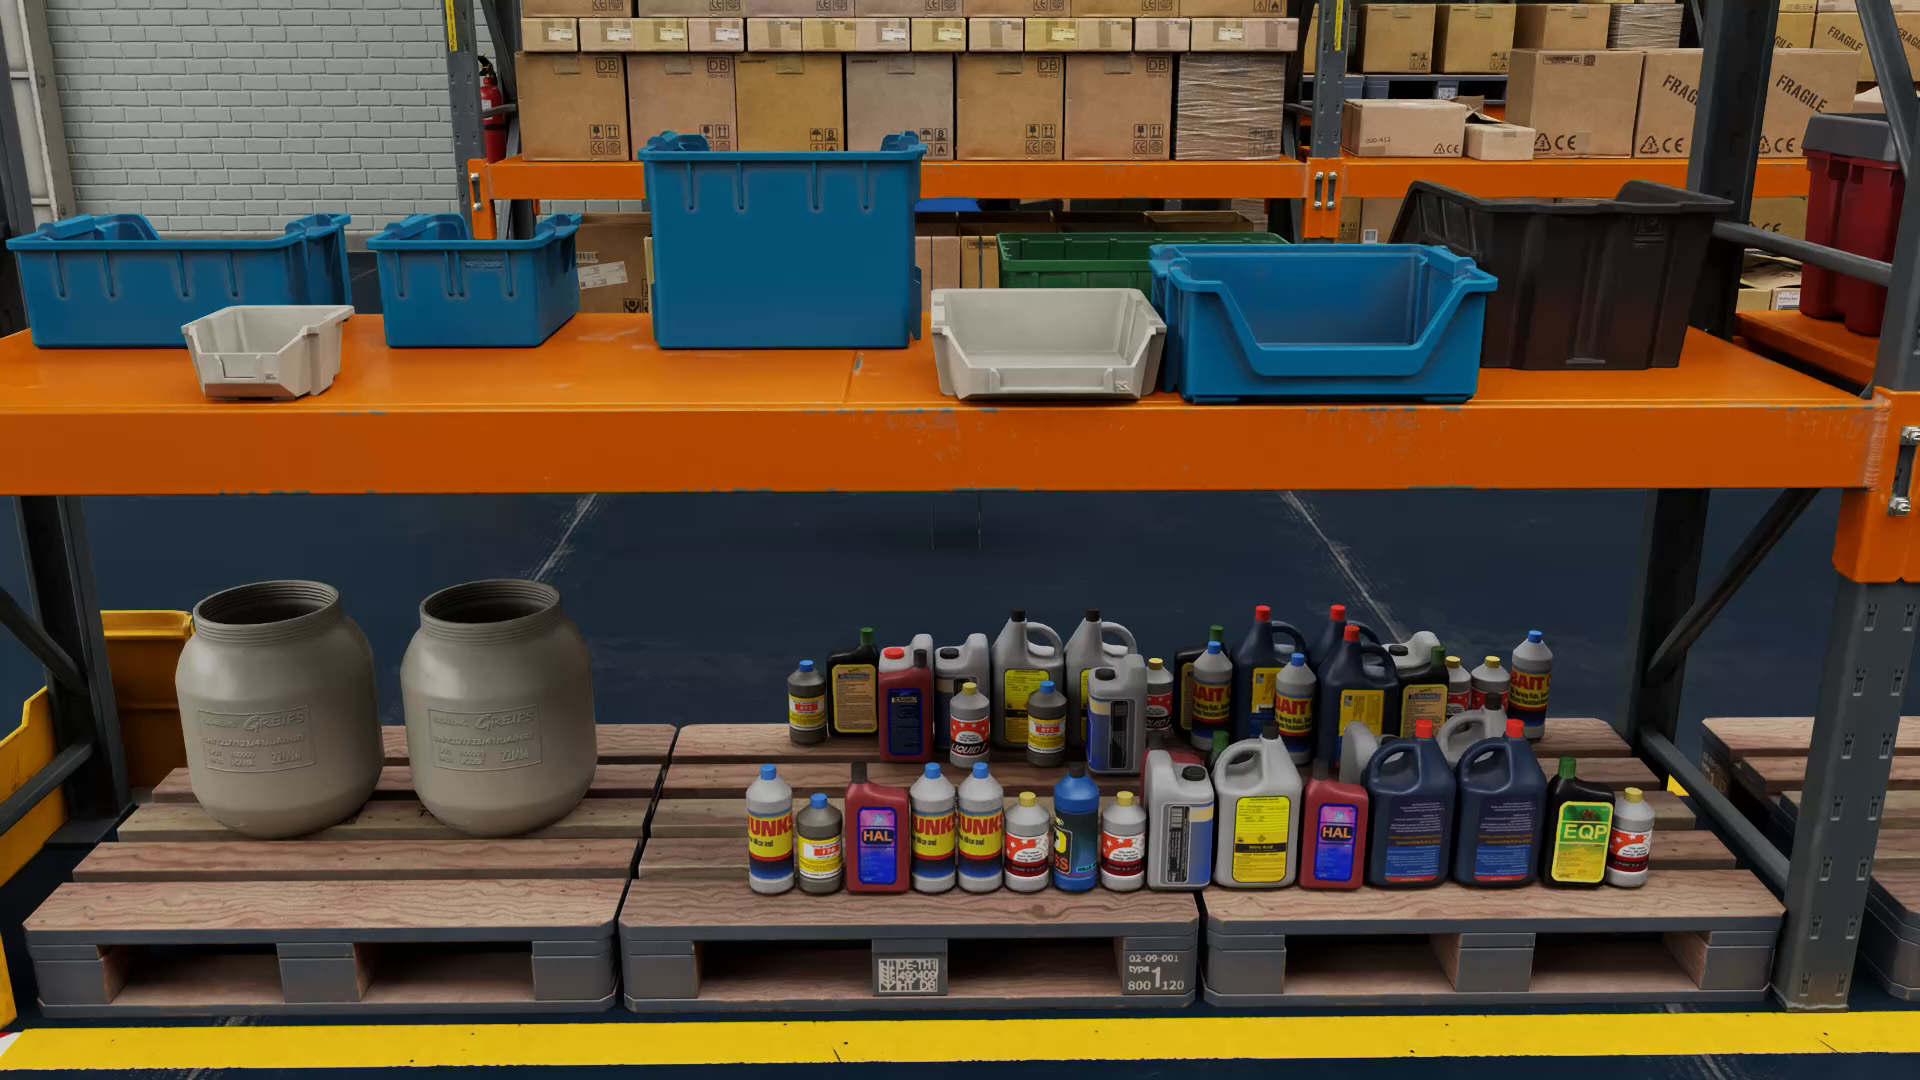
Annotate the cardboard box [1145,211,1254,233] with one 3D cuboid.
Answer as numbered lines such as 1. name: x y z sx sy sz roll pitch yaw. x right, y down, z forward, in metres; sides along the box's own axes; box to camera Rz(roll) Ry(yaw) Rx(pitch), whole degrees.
1. cardboard box: 1.239 -1.448 8.736 0.500 0.500 0.500 0 18 -1

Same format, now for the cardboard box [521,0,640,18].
1. cardboard box: -1.772 -2.751 7.925 0.500 0.500 0.700 0 18 -1

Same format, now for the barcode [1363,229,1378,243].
1. barcode: 1.969 -1.457 7.979 0.075 0.075 0.001 0 18 -1

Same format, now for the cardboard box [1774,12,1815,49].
1. cardboard box: 6.115 -3.762 12.680 0.500 0.500 0.500 0 18 1

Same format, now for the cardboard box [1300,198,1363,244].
1. cardboard box: 2.877 -2.665 13.317 0.500 0.500 0.700 -1 18 -2

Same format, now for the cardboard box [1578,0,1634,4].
1. cardboard box: 4.959 -4.188 12.746 0.250 0.149 0.380 -3 18 -10

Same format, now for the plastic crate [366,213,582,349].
1. plastic crate: -1.073 -0.599 3.747 0.408 0.251 0.499 0 18 -1

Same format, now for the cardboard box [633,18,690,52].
1. cardboard box: -1.383 -2.383 7.839 0.250 0.149 0.380 0 18 -1

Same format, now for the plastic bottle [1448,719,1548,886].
1. plastic bottle: 1.142 0.549 3.541 0.185 0.351 0.144 -1 18 -2

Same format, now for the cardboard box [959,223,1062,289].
1. cardboard box: 0.247 -1.283 8.222 0.500 0.500 0.500 0 18 -1

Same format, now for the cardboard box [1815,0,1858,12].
1. cardboard box: 6.620 -4.121 12.572 0.500 0.250 0.500 -1 18 -2

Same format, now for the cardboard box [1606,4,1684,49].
1. cardboard box: 5.155 -3.890 12.881 0.500 0.500 0.700 -2 18 -7

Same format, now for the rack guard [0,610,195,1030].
1. rack guard: -2.142 0.601 3.855 0.348 0.500 1.175 0 18 -1

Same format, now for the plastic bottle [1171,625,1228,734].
1. plastic bottle: 0.614 0.356 4.252 0.133 0.283 0.061 1 18 2

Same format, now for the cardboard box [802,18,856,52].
1. cardboard box: -0.609 -2.387 7.851 0.250 0.149 0.380 -1 18 -2

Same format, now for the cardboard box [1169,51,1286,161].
1. cardboard box: 1.264 -2.150 8.175 0.500 0.500 0.700 -1 18 -2

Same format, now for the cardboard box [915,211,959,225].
1. cardboard box: -0.261 -1.440 8.711 0.500 0.500 0.500 0 18 -1

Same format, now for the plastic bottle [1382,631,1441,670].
1. plastic bottle: 1.133 0.371 4.218 0.135 0.276 0.152 0 18 1

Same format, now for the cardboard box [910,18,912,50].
1. cardboard box: -0.362 -2.512 8.241 0.250 0.149 0.380 -1 18 -2

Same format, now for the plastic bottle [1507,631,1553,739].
1. plastic bottle: 1.456 0.364 4.249 0.097 0.271 0.097 0 18 0

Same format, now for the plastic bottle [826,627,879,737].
1. plastic bottle: -0.272 0.361 4.239 0.133 0.283 0.061 0 18 0

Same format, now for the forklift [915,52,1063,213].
1. forklift: 0.108 -2.944 10.926 1.130 2.935 3.031 15 23 38

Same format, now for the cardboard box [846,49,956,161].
1. cardboard box: -0.277 -2.141 8.149 0.500 0.500 0.700 0 18 1

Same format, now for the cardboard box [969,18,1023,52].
1. cardboard box: 0.169 -2.391 7.863 0.250 0.149 0.380 0 18 1

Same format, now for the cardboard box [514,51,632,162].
1. cardboard box: -1.825 -2.133 8.123 0.500 0.500 0.700 0 18 -1

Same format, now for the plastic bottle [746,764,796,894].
1. plastic bottle: -0.400 0.602 3.507 0.097 0.271 0.097 0 18 0

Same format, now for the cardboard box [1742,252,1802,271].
1. cardboard box: 4.143 -1.364 8.784 0.500 0.311 0.500 -1 18 -2

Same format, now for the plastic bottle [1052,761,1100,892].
1. plastic bottle: 0.245 0.599 3.517 0.097 0.271 0.097 0 18 0

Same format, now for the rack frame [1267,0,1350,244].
1. rack frame: 1.707 -2.106 8.203 0.127 3.000 1.000 0 18 -1

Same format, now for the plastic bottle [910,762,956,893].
1. plastic bottle: -0.057 0.600 3.512 0.097 0.271 0.097 0 18 0

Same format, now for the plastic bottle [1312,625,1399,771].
1. plastic bottle: 0.970 0.379 4.070 0.185 0.351 0.144 0 18 -1

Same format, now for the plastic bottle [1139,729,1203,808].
1. plastic bottle: 0.463 0.551 3.646 0.133 0.283 0.061 0 18 -1

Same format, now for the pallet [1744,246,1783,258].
1. pallet: 6.414 -2.292 13.346 1.213 0.211 1.003 0 18 -1

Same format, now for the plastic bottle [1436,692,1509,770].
1. plastic bottle: 1.140 0.505 3.678 0.185 0.351 0.144 0 18 -1

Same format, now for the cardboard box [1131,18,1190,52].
1. cardboard box: 0.930 -2.394 7.873 0.250 0.149 0.380 -1 18 -2

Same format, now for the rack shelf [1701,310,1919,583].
1. rack shelf: 3.782 -0.261 3.627 4.000 0.370 1.077 0 18 -1

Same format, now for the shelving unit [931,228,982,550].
1. shelving unit: -0.014 -0.571 6.364 0.189 1.200 0.258 0 18 -1

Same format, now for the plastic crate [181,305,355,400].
1. plastic crate: -1.318 -0.355 3.175 0.250 0.136 0.298 0 18 -1

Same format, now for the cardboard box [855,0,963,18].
1. cardboard box: -0.242 -2.760 7.955 0.500 0.500 0.700 0 18 -1

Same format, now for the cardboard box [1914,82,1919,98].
1. cardboard box: 7.244 -3.474 12.845 0.250 0.149 0.380 0 18 0

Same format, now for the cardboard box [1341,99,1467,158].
1. cardboard box: 2.199 -2.051 8.275 0.500 0.250 0.500 1 18 3

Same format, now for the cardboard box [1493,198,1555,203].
1. cardboard box: 4.389 -2.672 13.337 0.500 0.500 0.700 0 18 -1

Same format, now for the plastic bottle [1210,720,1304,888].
1. plastic bottle: 0.628 0.552 3.533 0.185 0.351 0.144 0 18 -1

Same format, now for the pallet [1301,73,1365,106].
1. pallet: 2.392 -3.487 12.822 1.213 0.211 1.003 0 18 -1

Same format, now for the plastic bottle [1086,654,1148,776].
1. plastic bottle: 0.382 0.419 4.069 0.135 0.276 0.152 0 18 -1

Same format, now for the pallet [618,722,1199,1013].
1. pallet: -0.113 0.731 3.922 1.213 0.211 1.003 0 18 -1

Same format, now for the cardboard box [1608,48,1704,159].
1. cardboard box: 3.503 -2.158 8.200 0.500 0.500 0.500 0 18 -1

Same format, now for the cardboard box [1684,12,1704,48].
1. cardboard box: 6.093 -3.920 13.174 0.500 0.500 0.500 0 18 -1

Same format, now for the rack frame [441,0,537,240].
1. rack frame: -2.292 -2.087 8.143 0.127 3.000 1.000 0 18 -1

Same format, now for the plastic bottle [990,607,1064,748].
1. plastic bottle: 0.168 0.339 4.196 0.185 0.351 0.144 0 18 1

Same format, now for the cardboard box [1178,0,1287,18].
1. cardboard box: 1.264 -2.768 7.977 0.500 0.500 0.700 0 18 -1

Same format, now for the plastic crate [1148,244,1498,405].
1. plastic crate: 0.680 -0.435 3.235 0.616 0.251 0.499 0 18 -1

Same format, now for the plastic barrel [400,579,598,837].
1. plastic barrel: -1.060 0.381 3.833 0.421 0.512 0.421 0 18 0

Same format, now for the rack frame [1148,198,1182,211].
1. rack frame: 1.625 -3.619 12.920 0.127 3.000 1.000 0 18 -1

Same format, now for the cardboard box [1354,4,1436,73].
1. cardboard box: 3.352 -3.882 12.854 0.500 0.500 0.700 2 18 7
